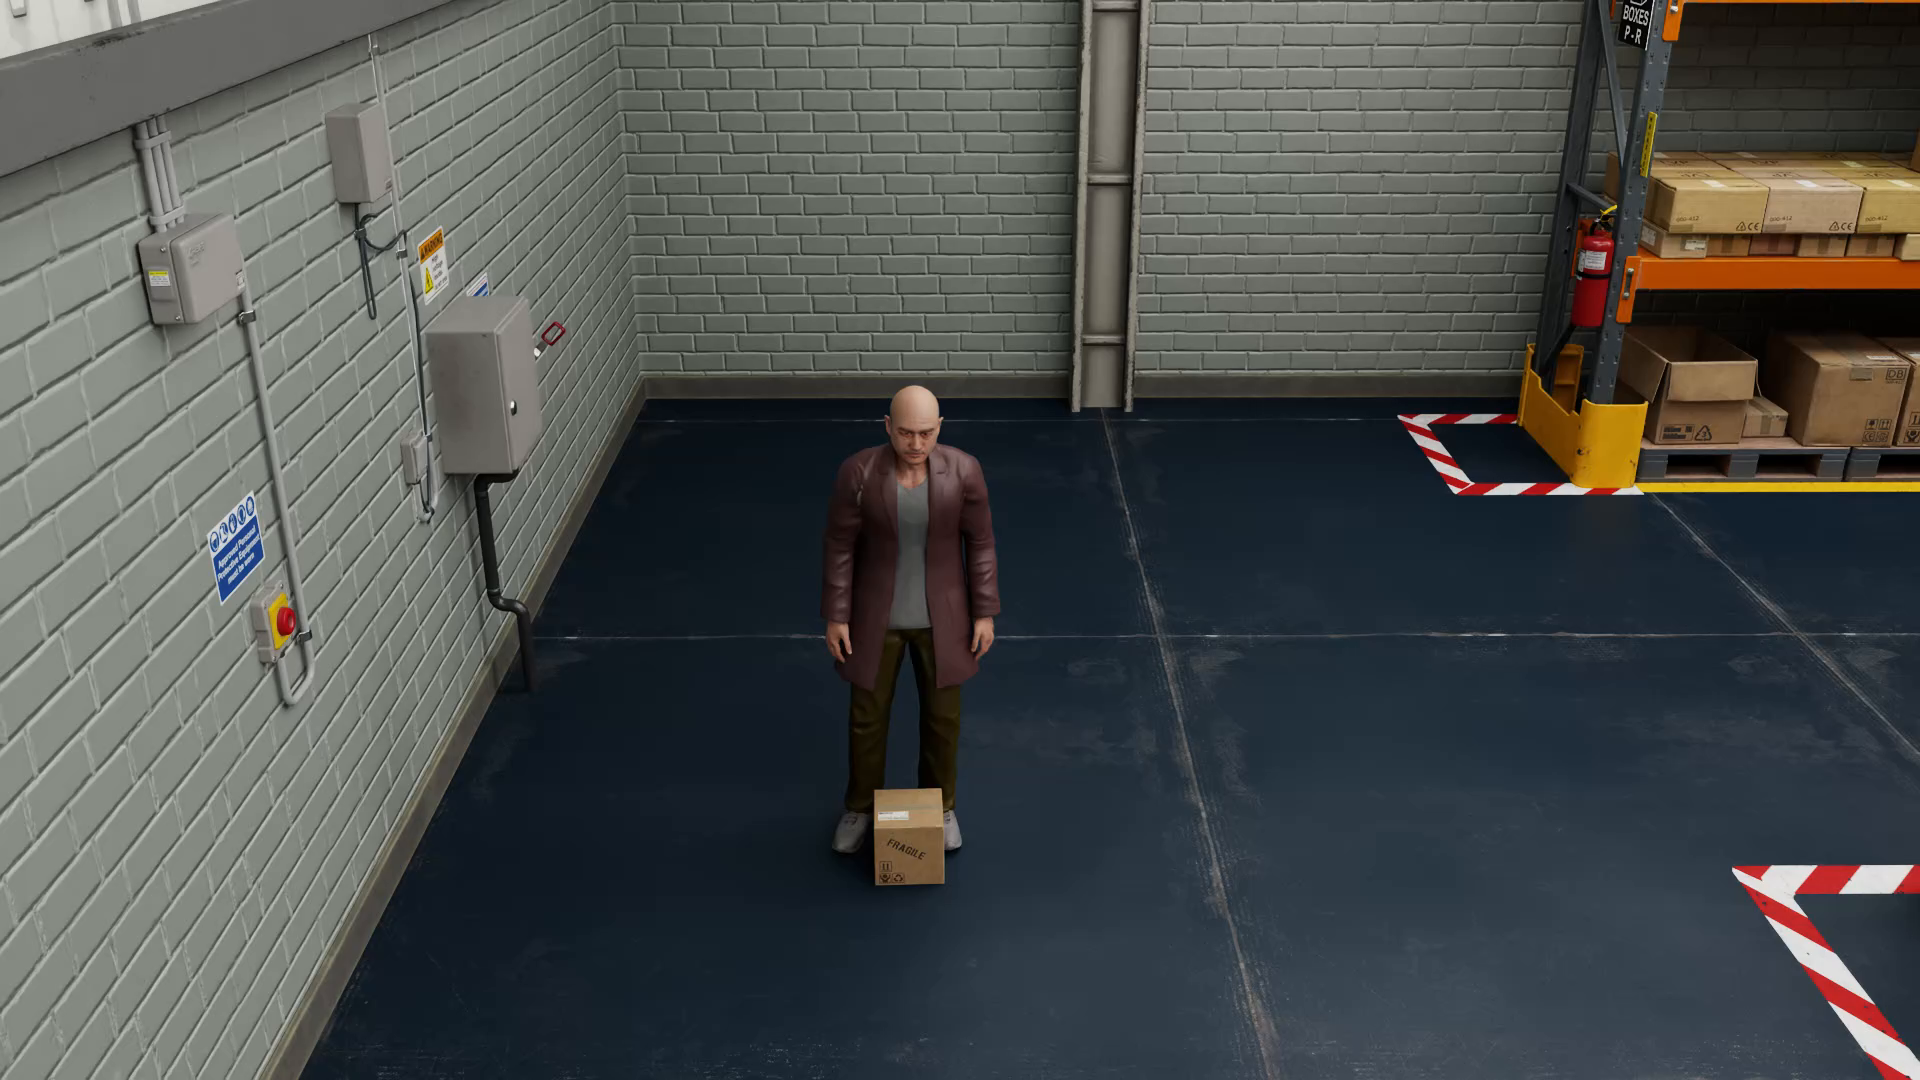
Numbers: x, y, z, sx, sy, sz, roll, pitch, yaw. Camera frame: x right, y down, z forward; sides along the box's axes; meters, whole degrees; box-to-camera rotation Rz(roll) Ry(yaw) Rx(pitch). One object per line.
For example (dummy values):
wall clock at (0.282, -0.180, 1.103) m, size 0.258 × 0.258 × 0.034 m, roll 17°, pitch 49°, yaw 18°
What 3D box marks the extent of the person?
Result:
person at (-0.178, 0.282, 5.980) m, size 0.653 × 1.774 × 0.422 m, roll -2°, pitch 24°, yaw -3°
